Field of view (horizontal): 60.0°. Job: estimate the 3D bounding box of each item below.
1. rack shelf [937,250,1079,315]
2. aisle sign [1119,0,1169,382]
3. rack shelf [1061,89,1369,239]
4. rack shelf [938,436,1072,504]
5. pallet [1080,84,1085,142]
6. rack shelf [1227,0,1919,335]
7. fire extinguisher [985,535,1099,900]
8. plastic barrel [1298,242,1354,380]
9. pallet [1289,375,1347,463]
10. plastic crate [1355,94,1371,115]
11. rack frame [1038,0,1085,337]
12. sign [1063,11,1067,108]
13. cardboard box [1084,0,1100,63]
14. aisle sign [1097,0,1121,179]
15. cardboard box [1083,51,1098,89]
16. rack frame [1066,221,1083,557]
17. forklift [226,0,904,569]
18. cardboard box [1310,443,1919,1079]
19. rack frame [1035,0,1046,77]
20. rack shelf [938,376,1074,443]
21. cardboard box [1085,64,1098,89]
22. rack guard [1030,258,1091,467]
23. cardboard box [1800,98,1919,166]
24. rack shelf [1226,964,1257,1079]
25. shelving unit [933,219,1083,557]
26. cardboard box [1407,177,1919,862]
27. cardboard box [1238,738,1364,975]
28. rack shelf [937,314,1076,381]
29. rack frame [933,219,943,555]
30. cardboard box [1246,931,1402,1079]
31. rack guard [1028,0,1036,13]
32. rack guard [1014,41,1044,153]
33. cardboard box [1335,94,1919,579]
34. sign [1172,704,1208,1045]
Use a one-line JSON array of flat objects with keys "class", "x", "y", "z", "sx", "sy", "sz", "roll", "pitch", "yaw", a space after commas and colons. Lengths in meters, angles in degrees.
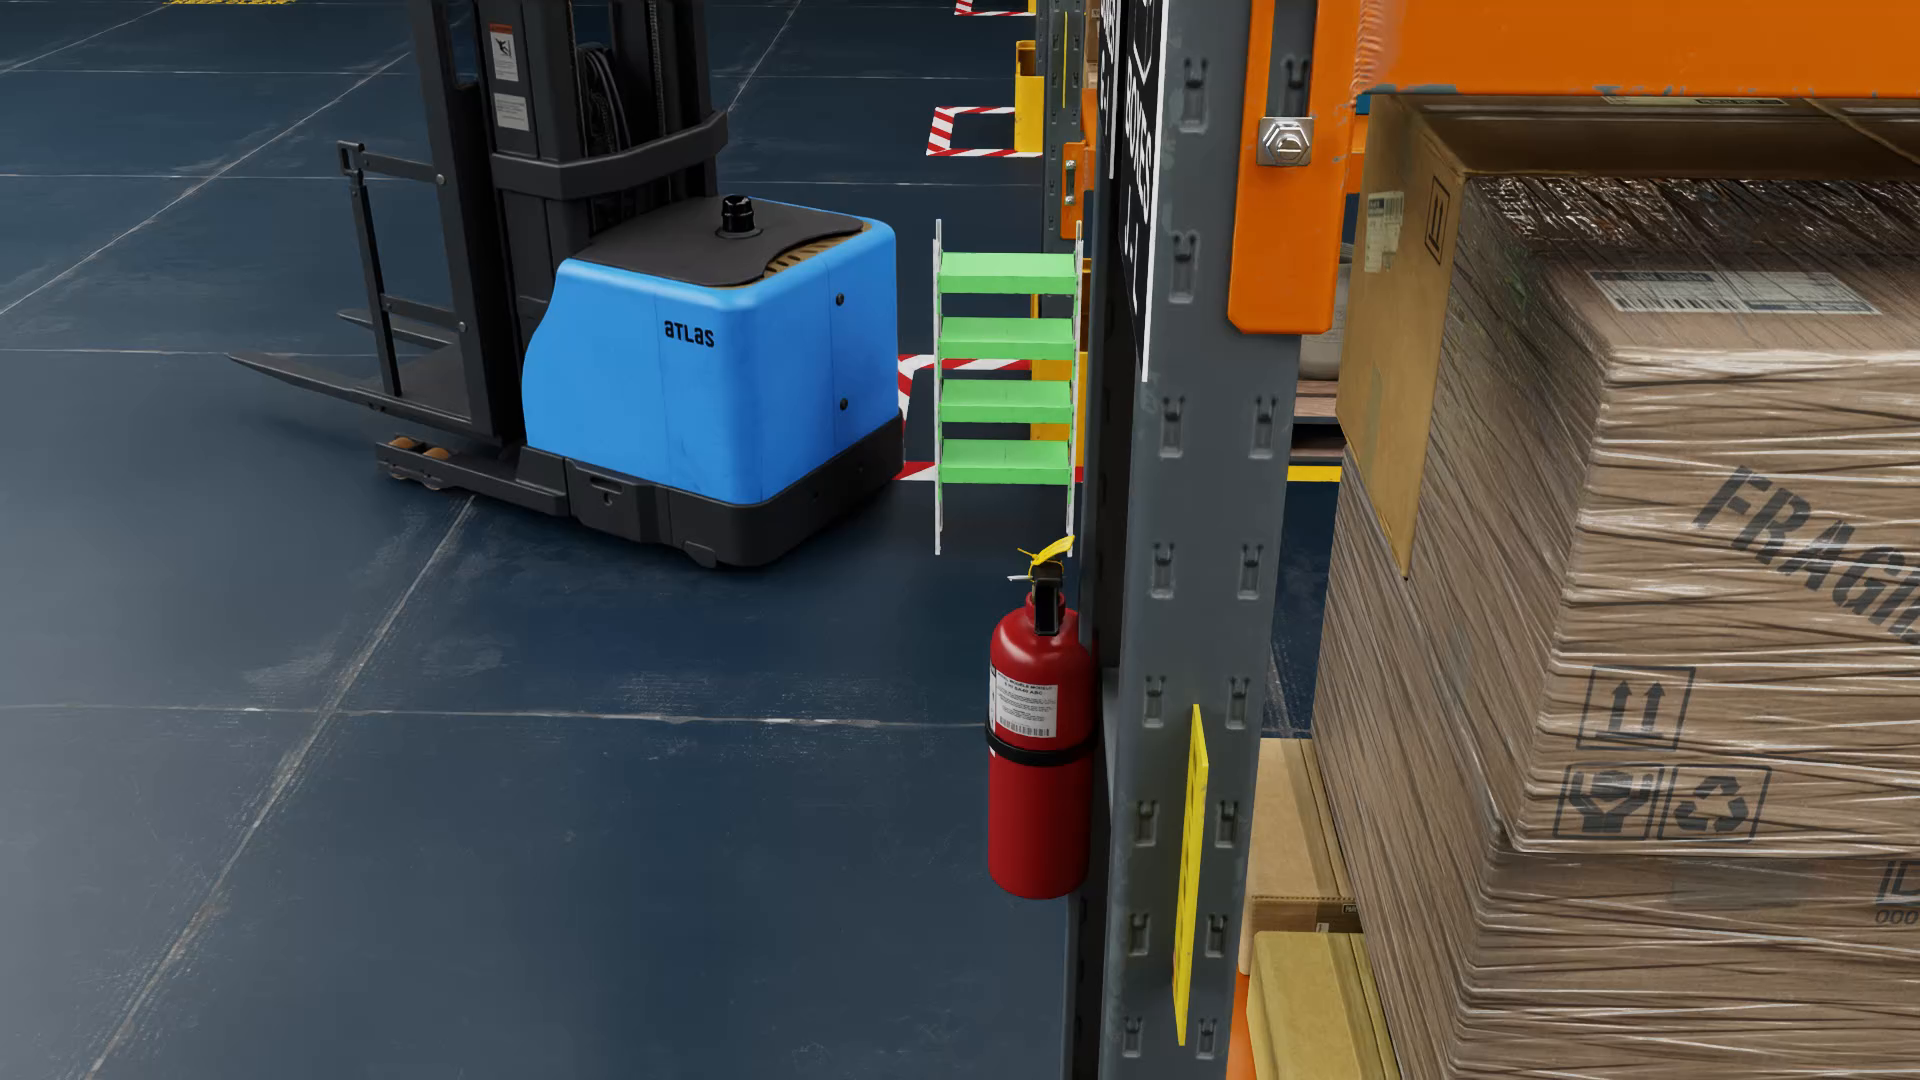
[{"class": "rack shelf", "x": 0.165, "y": -0.895, "z": 5.769, "sx": 0.480, "sy": 0.148, "sz": 0.258, "roll": 1, "pitch": 28, "yaw": 2}, {"class": "aisle sign", "x": 0.157, "y": -0.569, "z": 1.345, "sx": 0.004, "sy": 0.787, "sz": 0.394, "roll": 1, "pitch": 28, "yaw": 2}, {"class": "rack shelf", "x": 2.403, "y": -1.527, "z": 6.697, "sx": 4.000, "sy": 0.370, "sz": 1.077, "roll": 1, "pitch": 28, "yaw": 2}, {"class": "rack shelf", "x": 0.165, "y": -0.259, "z": 6.106, "sx": 0.480, "sy": 0.148, "sz": 0.258, "roll": 1, "pitch": 28, "yaw": 2}, {"class": "pallet", "x": 1.349, "y": -2.972, "z": 11.630, "sx": 1.213, "sy": 0.211, "sz": 1.003, "roll": 1, "pitch": 28, "yaw": 2}, {"class": "rack shelf", "x": 2.229, "y": -0.534, "z": 1.621, "sx": 4.000, "sy": 0.370, "sz": 1.077, "roll": 1, "pitch": 28, "yaw": 2}, {"class": "fire extinguisher", "x": 0.132, "y": 0.257, "z": 2.646, "sx": 0.183, "sy": 0.674, "sz": 0.296, "roll": 1, "pitch": 28, "yaw": 2}, {"class": "plastic barrel", "x": 1.566, "y": -0.981, "z": 7.106, "sx": 0.421, "sy": 0.512, "sz": 0.421, "roll": 0, "pitch": 28, "yaw": 0}, {"class": "pallet", "x": 1.294, "y": -0.651, "z": 7.253, "sx": 1.213, "sy": 0.211, "sz": 1.003, "roll": 1, "pitch": 28, "yaw": 2}, {"class": "plastic crate", "x": 1.564, "y": -1.931, "z": 6.849, "sx": 0.408, "sy": 0.251, "sz": 0.499, "roll": 1, "pitch": 28, "yaw": 2}, {"class": "rack frame", "x": 0.405, "y": -1.878, "z": 6.590, "sx": 0.127, "sy": 3.000, "sz": 1.000, "roll": 1, "pitch": 28, "yaw": 2}, {"class": "sign", "x": 0.381, "y": -1.743, "z": 6.040, "sx": 0.005, "sy": 0.325, "sz": 0.100, "roll": 1, "pitch": 28, "yaw": 2}, {"class": "cardboard box", "x": 1.130, "y": -3.629, "z": 11.580, "sx": 0.500, "sy": 0.500, "sz": 0.500, "roll": 1, "pitch": 28, "yaw": 2}, {"class": "aisle sign", "x": 0.179, "y": -0.850, "z": 1.875, "sx": 0.004, "sy": 0.787, "sz": 0.394, "roll": 1, "pitch": 28, "yaw": 2}, {"class": "cardboard box", "x": 1.130, "y": -3.297, "z": 11.754, "sx": 0.500, "sy": 0.250, "sz": 0.500, "roll": 1, "pitch": 28, "yaw": 2}, {"class": "rack frame", "x": 0.409, "y": -0.523, "z": 5.956, "sx": 0.015, "sy": 1.200, "sz": 0.240, "roll": 1, "pitch": 28, "yaw": 2}, {"class": "forklift", "x": -1.757, "y": -1.688, "z": 6.306, "sx": 3.031, "sy": 2.935, "sz": 1.130, "roll": 15, "pitch": 32, "yaw": 27}, {"class": "cardboard box", "x": 0.779, "y": 0.287, "z": 2.083, "sx": 0.500, "sy": 0.500, "sz": 0.875, "roll": 1, "pitch": 28, "yaw": 2}, {"class": "rack frame", "x": 0.583, "y": -4.197, "z": 10.964, "sx": 0.127, "sy": 3.000, "sz": 1.000, "roll": 1, "pitch": 28, "yaw": 2}, {"class": "rack shelf", "x": 0.165, "y": -0.471, "z": 5.994, "sx": 0.480, "sy": 0.148, "sz": 0.258, "roll": 1, "pitch": 28, "yaw": 2}, {"class": "cardboard box", "x": 1.111, "y": -3.054, "z": 11.296, "sx": 0.500, "sy": 0.250, "sz": 0.500, "roll": 1, "pitch": 28, "yaw": 2}, {"class": "rack guard", "x": 0.482, "y": -0.795, "z": 7.215, "sx": 0.348, "sy": 0.500, "sz": 1.175, "roll": 1, "pitch": 28, "yaw": 2}, {"class": "cardboard box", "x": 1.288, "y": -0.278, "z": 2.080, "sx": 0.500, "sy": 0.500, "sz": 0.500, "roll": 1, "pitch": 28, "yaw": 2}, {"class": "rack shelf", "x": 2.229, "y": 0.791, "z": 2.323, "sx": 4.000, "sy": 0.370, "sz": 1.077, "roll": 1, "pitch": 28, "yaw": 2}, {"class": "shelving unit", "x": 0.165, "y": -0.527, "z": 5.964, "sx": 0.503, "sy": 1.200, "sz": 0.258, "roll": 1, "pitch": 28, "yaw": 2}, {"class": "cardboard box", "x": 0.770, "y": -0.041, "z": 1.632, "sx": 0.500, "sy": 0.500, "sz": 0.500, "roll": 1, "pitch": 28, "yaw": 2}, {"class": "cardboard box", "x": 0.522, "y": 0.459, "z": 2.449, "sx": 0.250, "sy": 0.149, "sz": 0.380, "roll": 1, "pitch": 28, "yaw": 2}, {"class": "rack shelf", "x": 0.165, "y": -0.683, "z": 5.881, "sx": 0.480, "sy": 0.148, "sz": 0.258, "roll": 1, "pitch": 28, "yaw": 2}, {"class": "rack frame", "x": -0.078, "y": -0.531, "z": 5.971, "sx": 0.015, "sy": 1.200, "sz": 0.240, "roll": 1, "pitch": 28, "yaw": 2}, {"class": "cardboard box", "x": 0.506, "y": 0.667, "z": 2.056, "sx": 0.250, "sy": 0.149, "sz": 0.380, "roll": 1, "pitch": 28, "yaw": 2}, {"class": "rack guard", "x": 0.830, "y": -5.410, "z": 15.921, "sx": 0.348, "sy": 0.500, "sz": 1.175, "roll": 1, "pitch": 28, "yaw": 2}, {"class": "rack guard", "x": 0.559, "y": -3.093, "z": 11.550, "sx": 0.348, "sy": 0.500, "sz": 1.175, "roll": 1, "pitch": 28, "yaw": 2}, {"class": "cardboard box", "x": 0.788, "y": -0.284, "z": 2.091, "sx": 0.500, "sy": 0.500, "sz": 0.500, "roll": 1, "pitch": 28, "yaw": 2}, {"class": "sign", "x": 0.211, "y": 0.312, "z": 1.535, "sx": 0.005, "sy": 0.325, "sz": 0.100, "roll": 1, "pitch": 28, "yaw": 2}]
